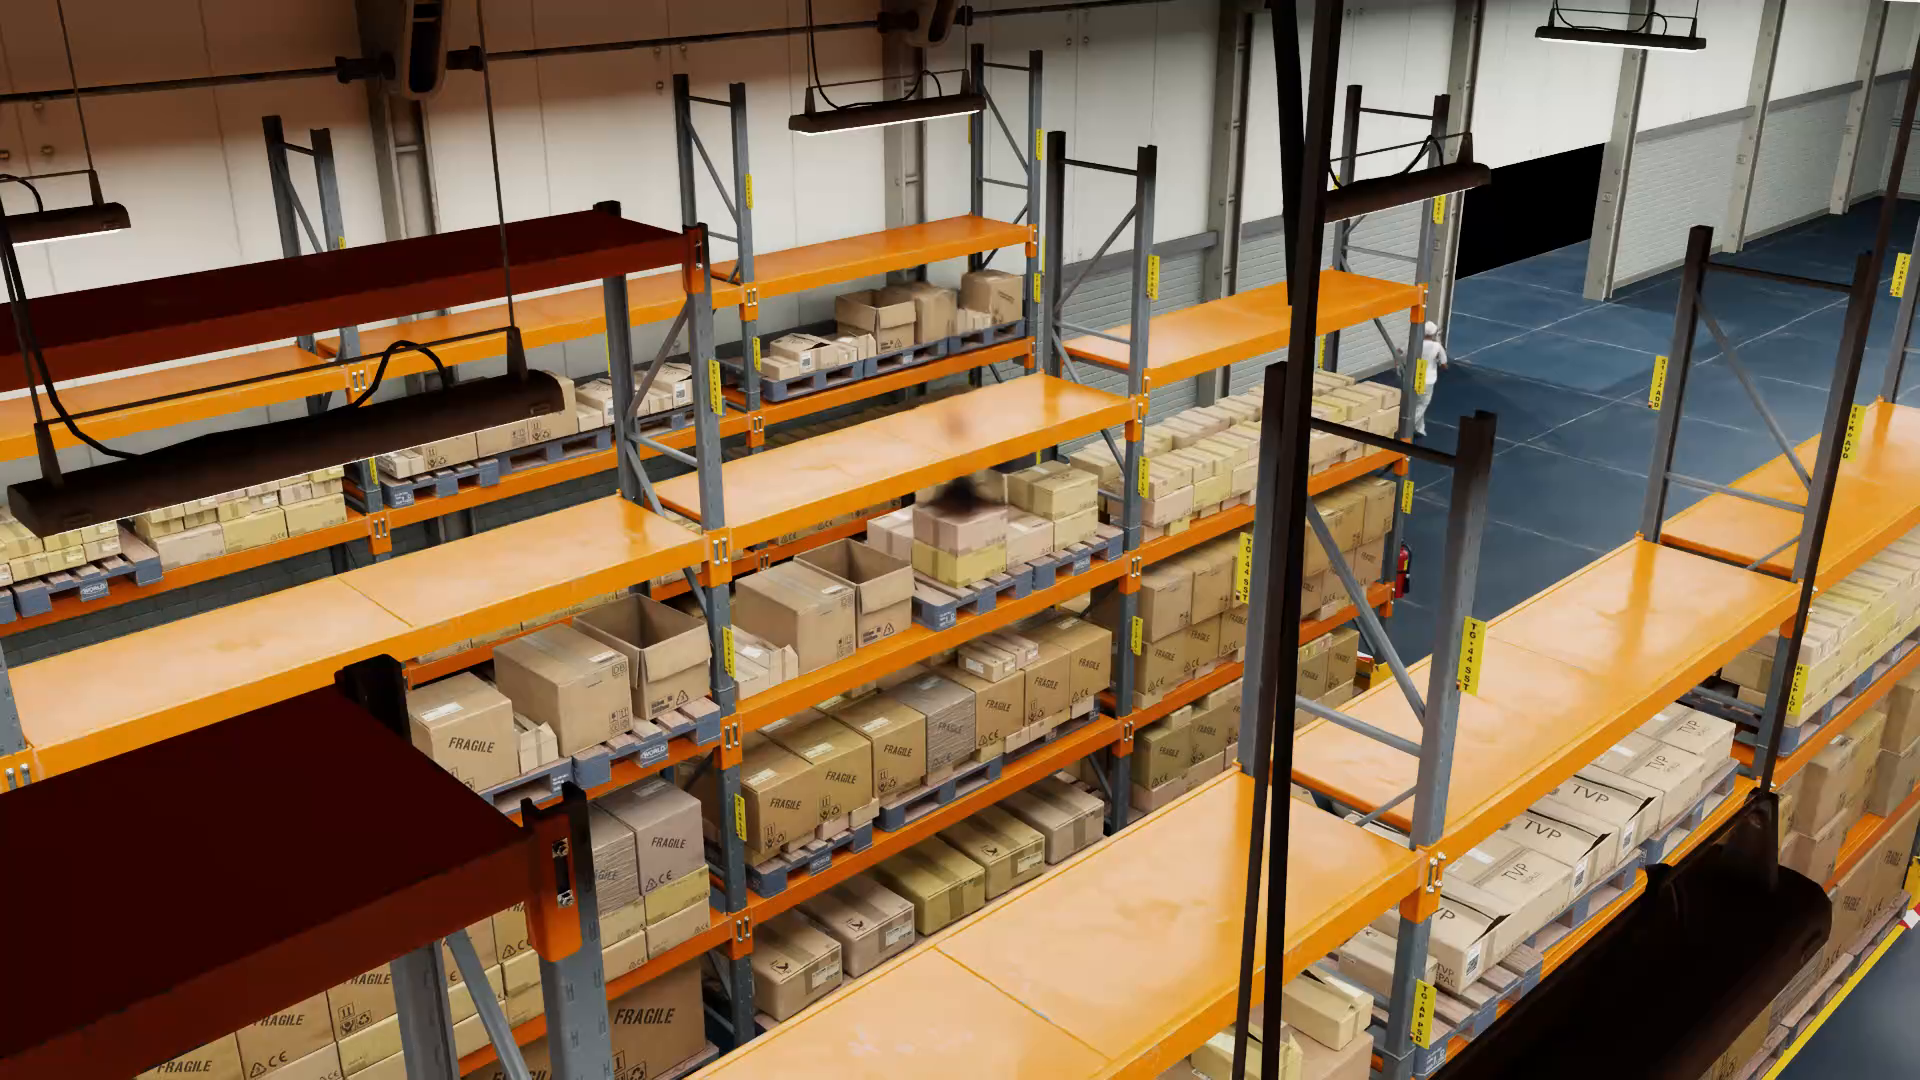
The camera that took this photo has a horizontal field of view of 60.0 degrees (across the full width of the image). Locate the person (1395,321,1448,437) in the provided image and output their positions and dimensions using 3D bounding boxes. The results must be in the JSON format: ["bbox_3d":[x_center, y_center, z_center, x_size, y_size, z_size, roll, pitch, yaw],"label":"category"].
[{"bbox_3d":[6.636,-2.241,23.989,0.712,1.846,0.914,16,27,33],"label":"person"}]
